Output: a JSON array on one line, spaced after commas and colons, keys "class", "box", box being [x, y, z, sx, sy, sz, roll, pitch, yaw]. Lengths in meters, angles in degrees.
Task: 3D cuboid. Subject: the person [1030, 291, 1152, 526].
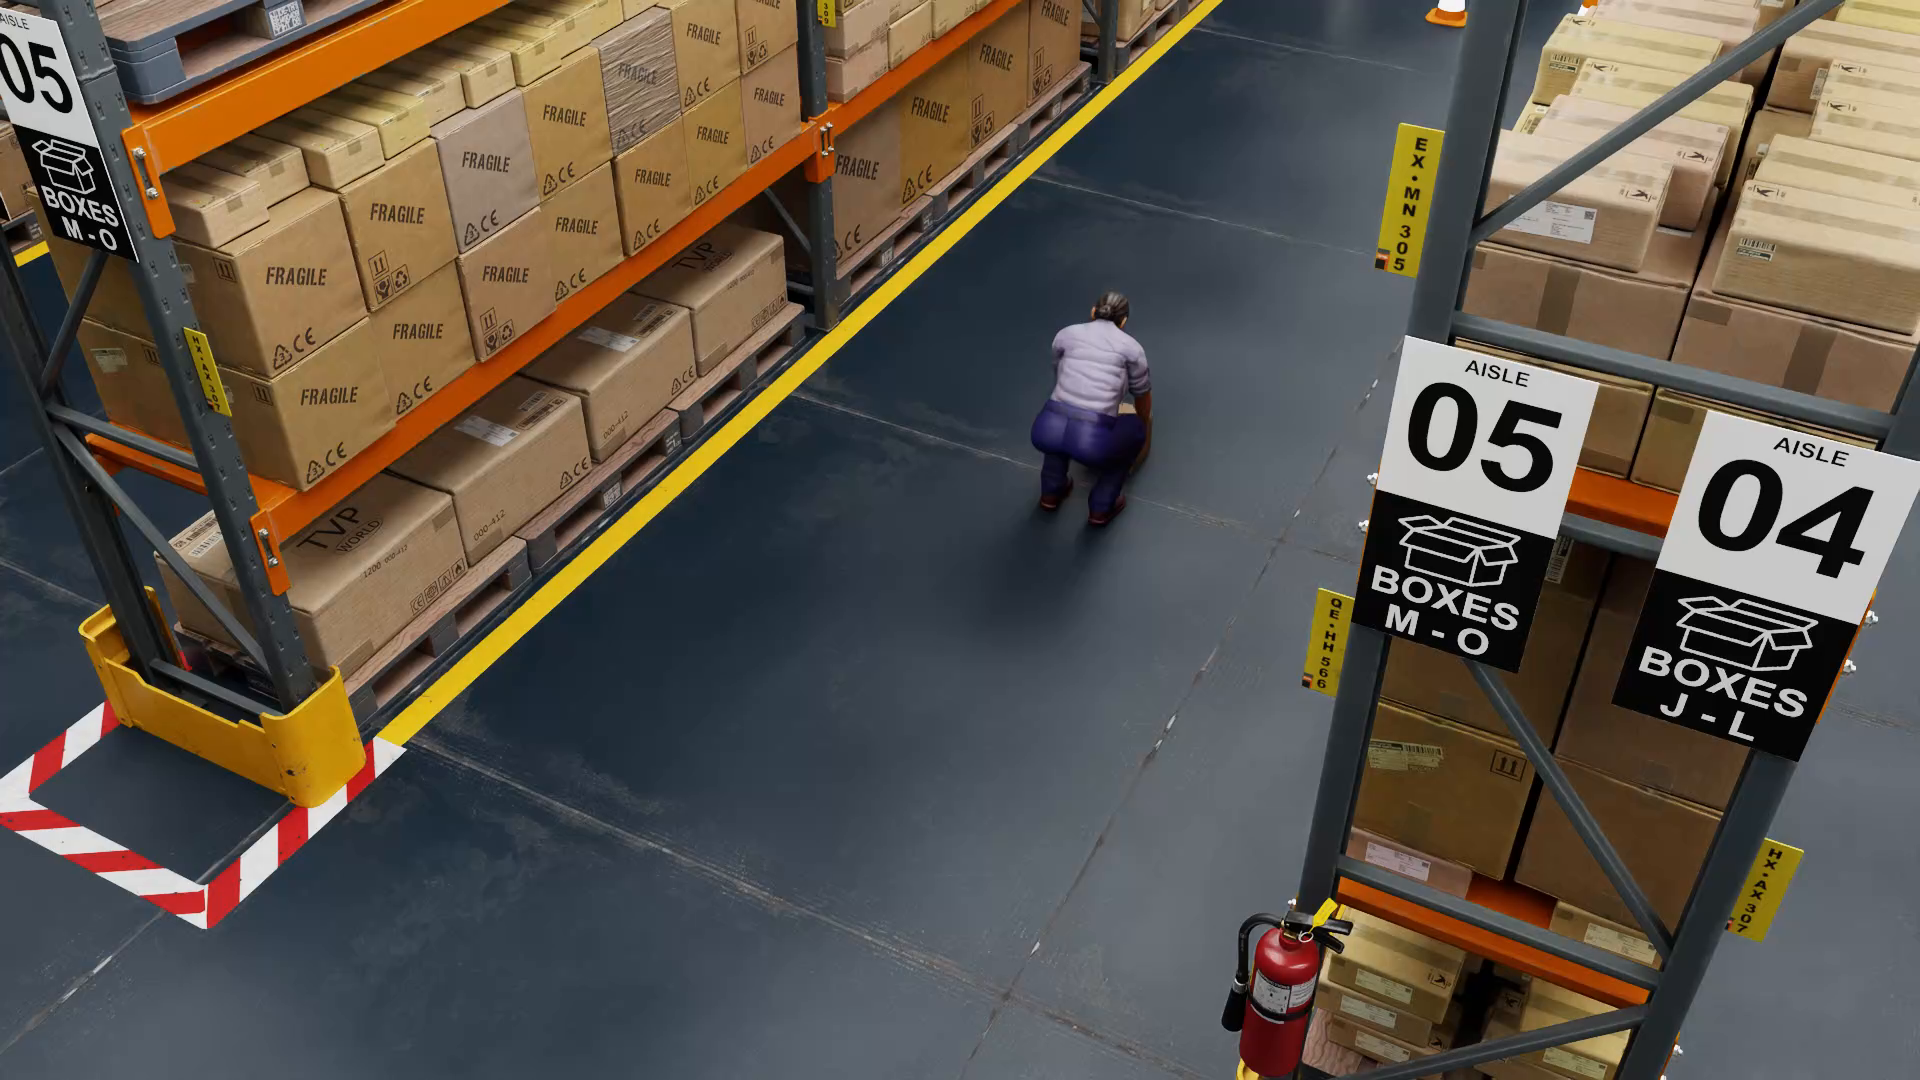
[{"class": "person", "box": [0.646, -0.637, 8.121, 0.526, 0.973, 0.736, 18, 42, 21]}]
